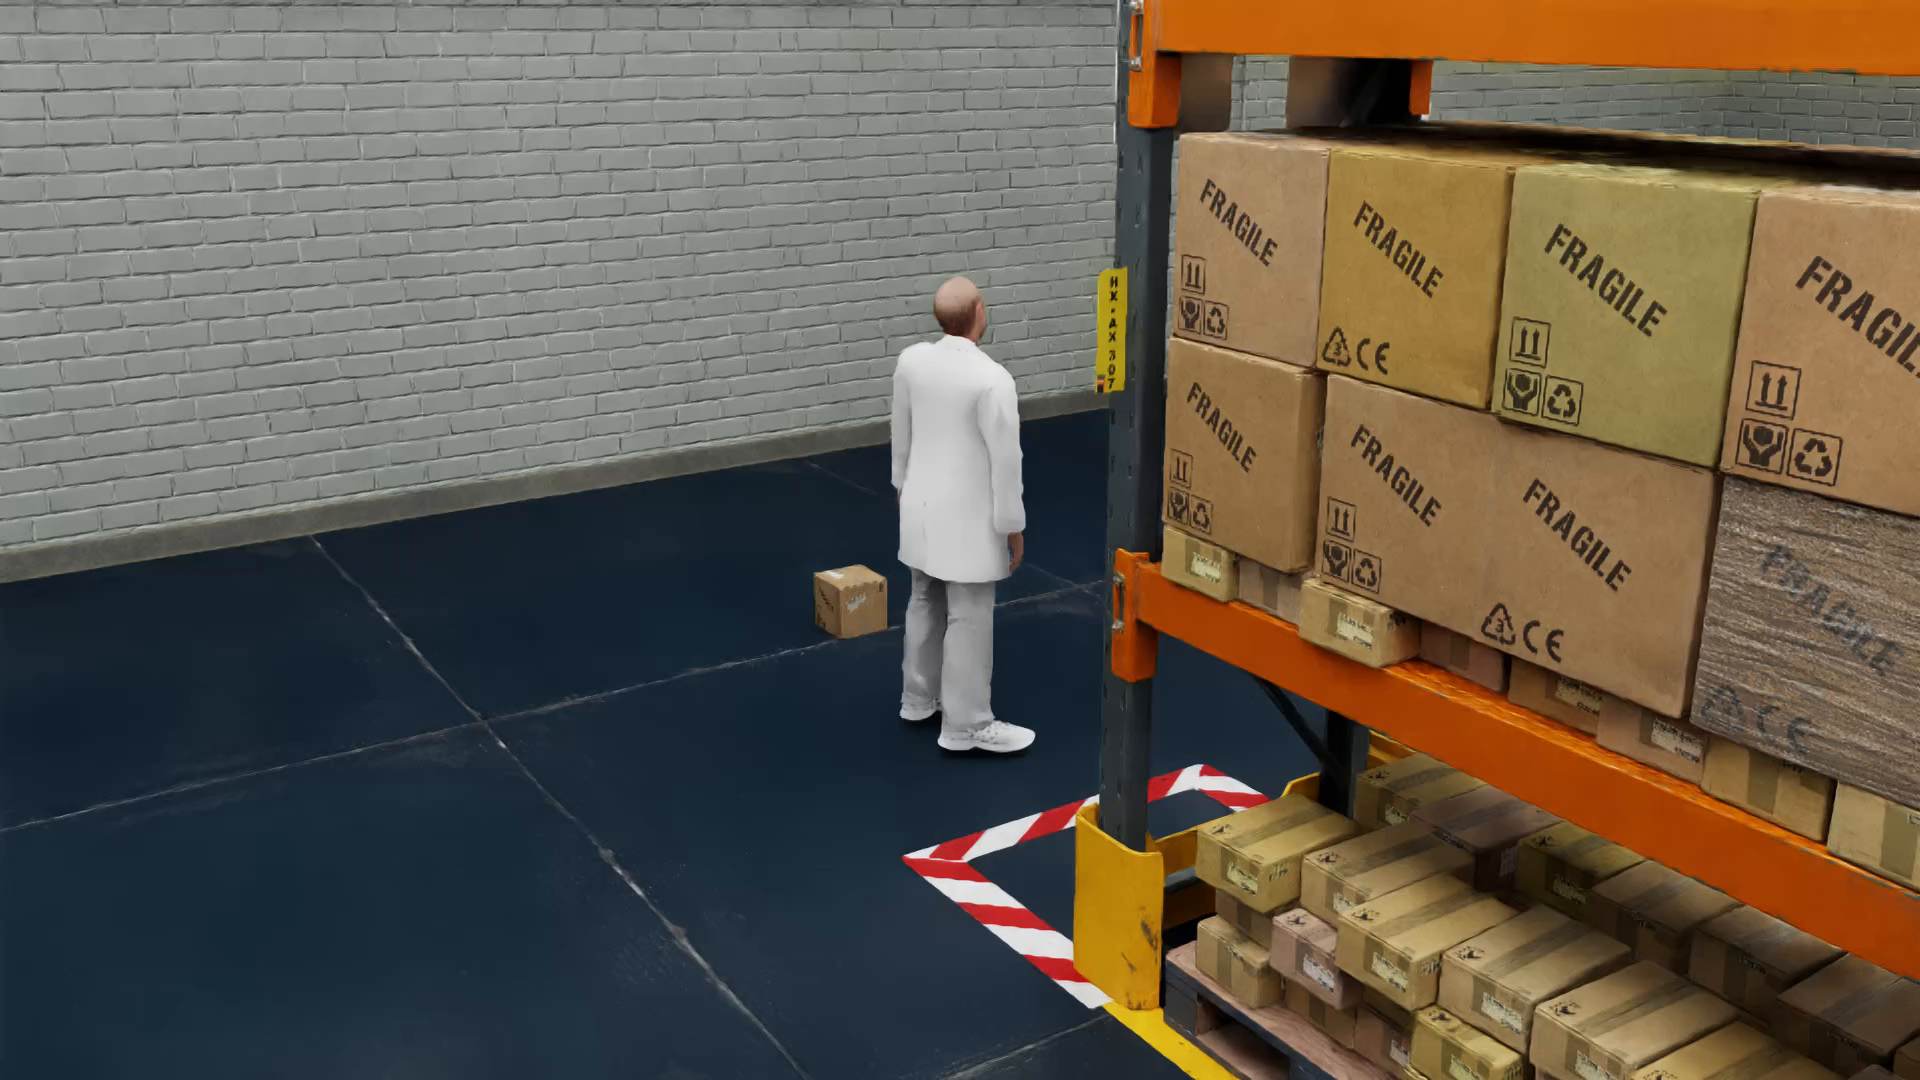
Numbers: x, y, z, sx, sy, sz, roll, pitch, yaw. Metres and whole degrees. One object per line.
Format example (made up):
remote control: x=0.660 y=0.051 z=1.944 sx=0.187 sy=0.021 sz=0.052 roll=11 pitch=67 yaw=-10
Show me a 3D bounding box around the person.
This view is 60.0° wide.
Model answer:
person: x=0.002 y=-0.110 z=6.313 sx=0.692 sy=1.795 sz=0.434 roll=16 pitch=24 yaw=41
